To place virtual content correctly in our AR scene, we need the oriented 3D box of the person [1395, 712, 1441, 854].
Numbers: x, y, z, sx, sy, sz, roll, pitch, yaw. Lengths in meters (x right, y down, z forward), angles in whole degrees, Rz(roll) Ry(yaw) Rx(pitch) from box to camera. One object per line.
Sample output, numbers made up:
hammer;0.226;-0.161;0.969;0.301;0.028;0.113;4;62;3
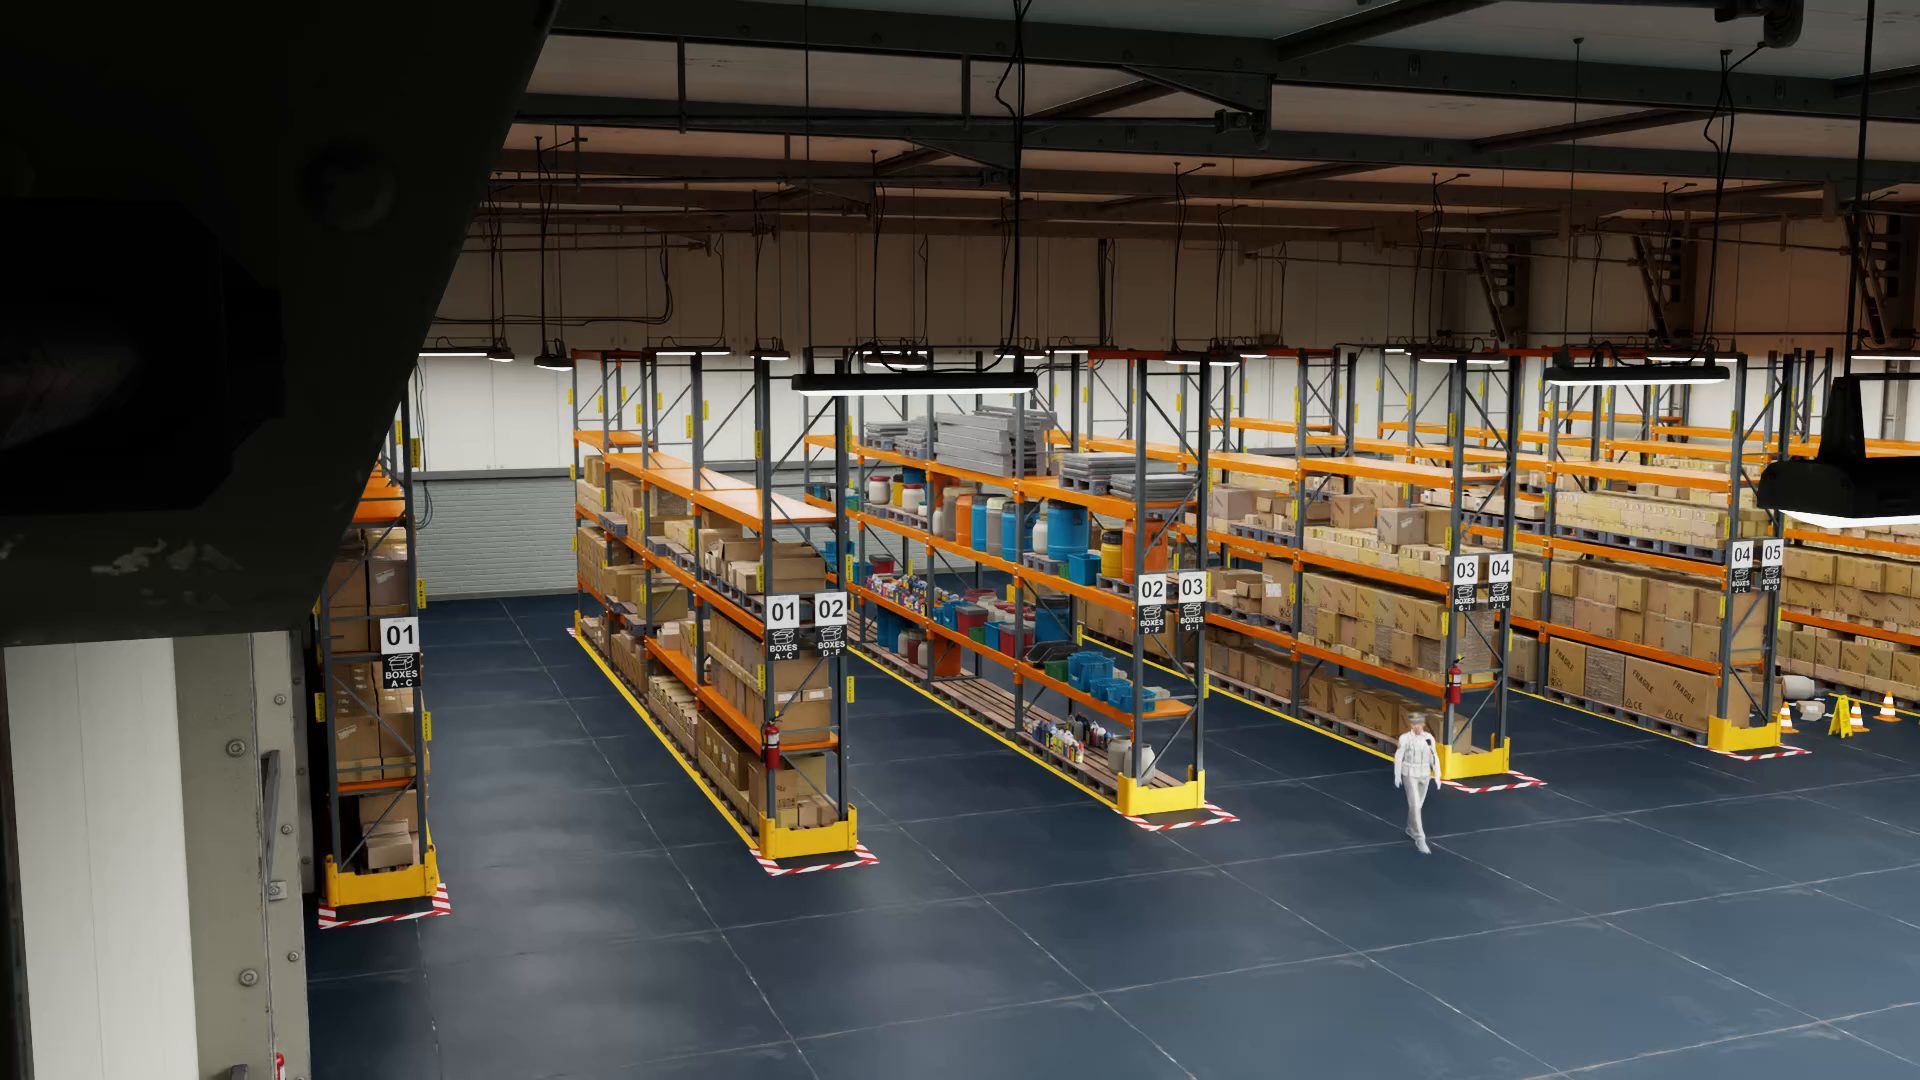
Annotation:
person;5.690;2.968;20.573;0.502;1.700;0.750;-1;7;-12
